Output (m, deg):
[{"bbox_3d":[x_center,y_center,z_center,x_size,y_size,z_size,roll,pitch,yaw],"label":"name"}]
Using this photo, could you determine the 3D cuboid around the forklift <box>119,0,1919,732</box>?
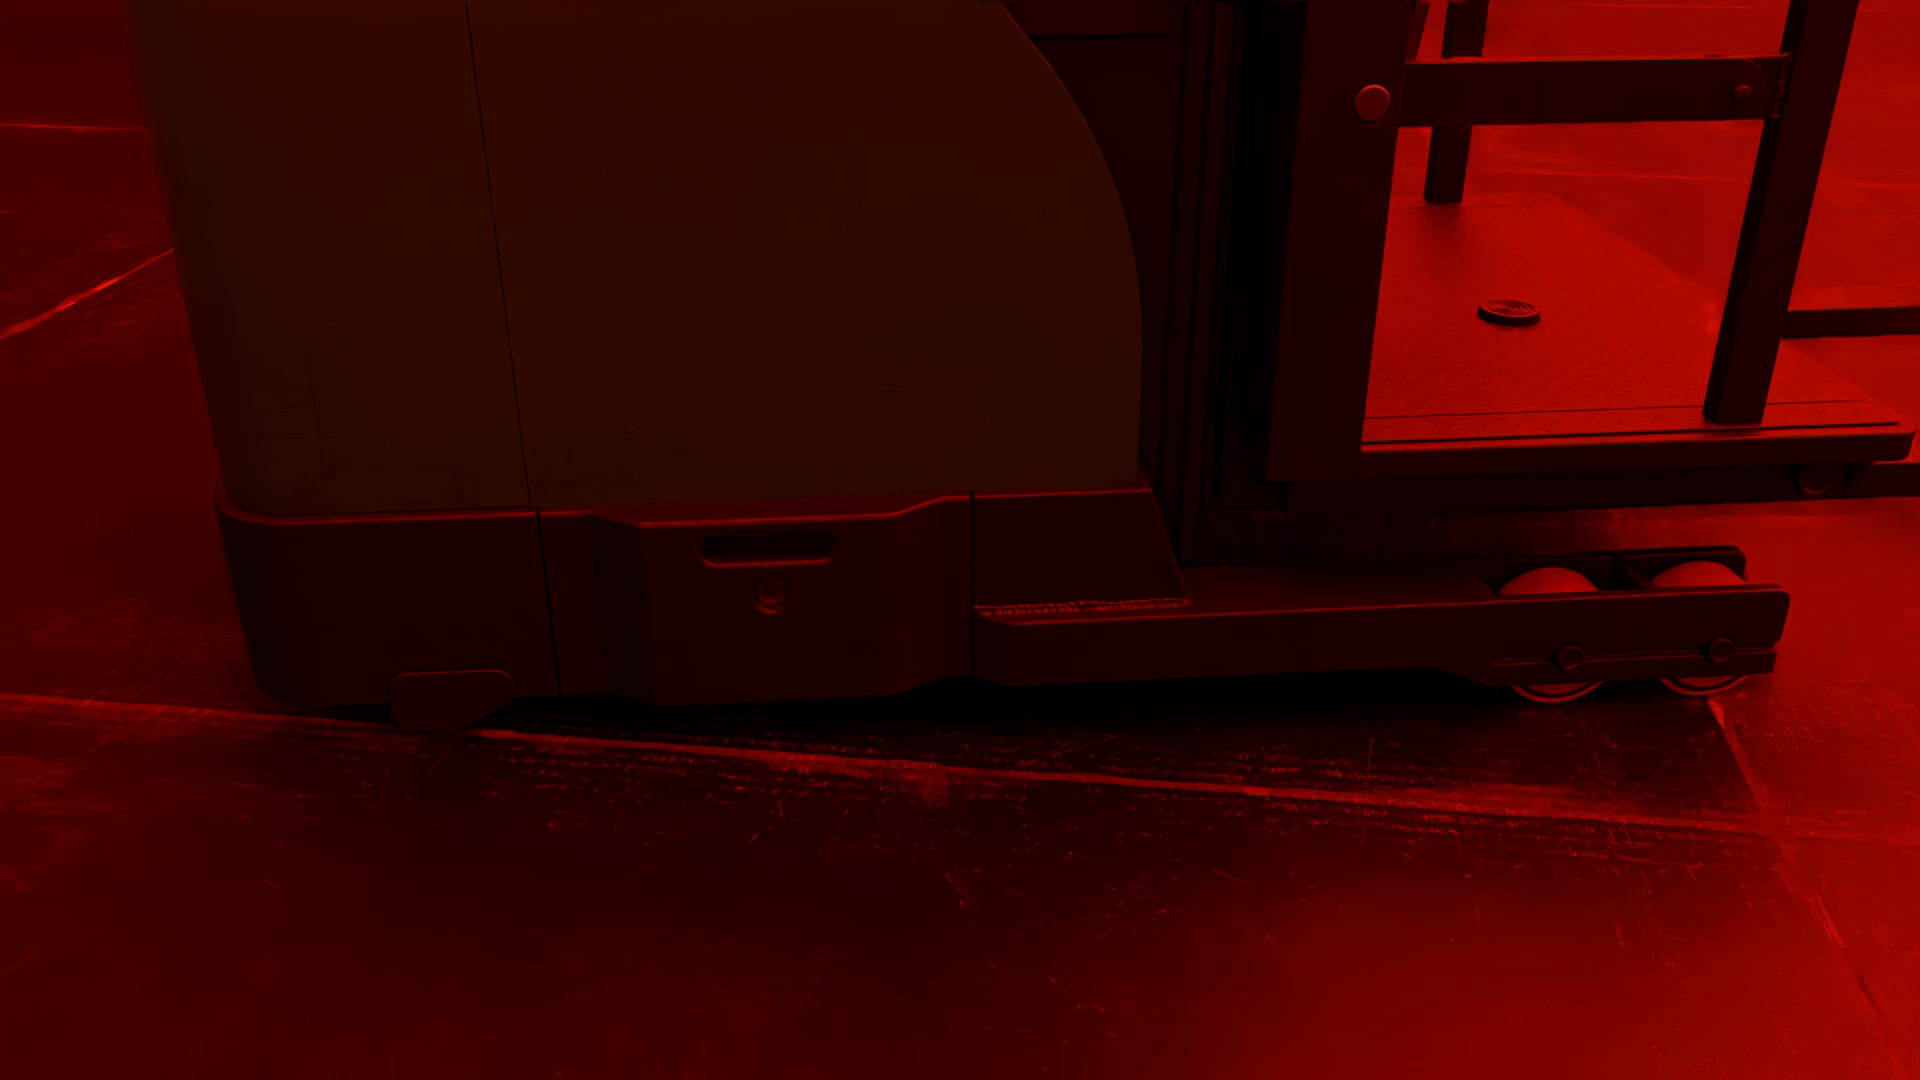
[{"bbox_3d":[0.610,-1.341,1.905,3.031,2.935,1.130,-2,27,-5],"label":"forklift"}]
